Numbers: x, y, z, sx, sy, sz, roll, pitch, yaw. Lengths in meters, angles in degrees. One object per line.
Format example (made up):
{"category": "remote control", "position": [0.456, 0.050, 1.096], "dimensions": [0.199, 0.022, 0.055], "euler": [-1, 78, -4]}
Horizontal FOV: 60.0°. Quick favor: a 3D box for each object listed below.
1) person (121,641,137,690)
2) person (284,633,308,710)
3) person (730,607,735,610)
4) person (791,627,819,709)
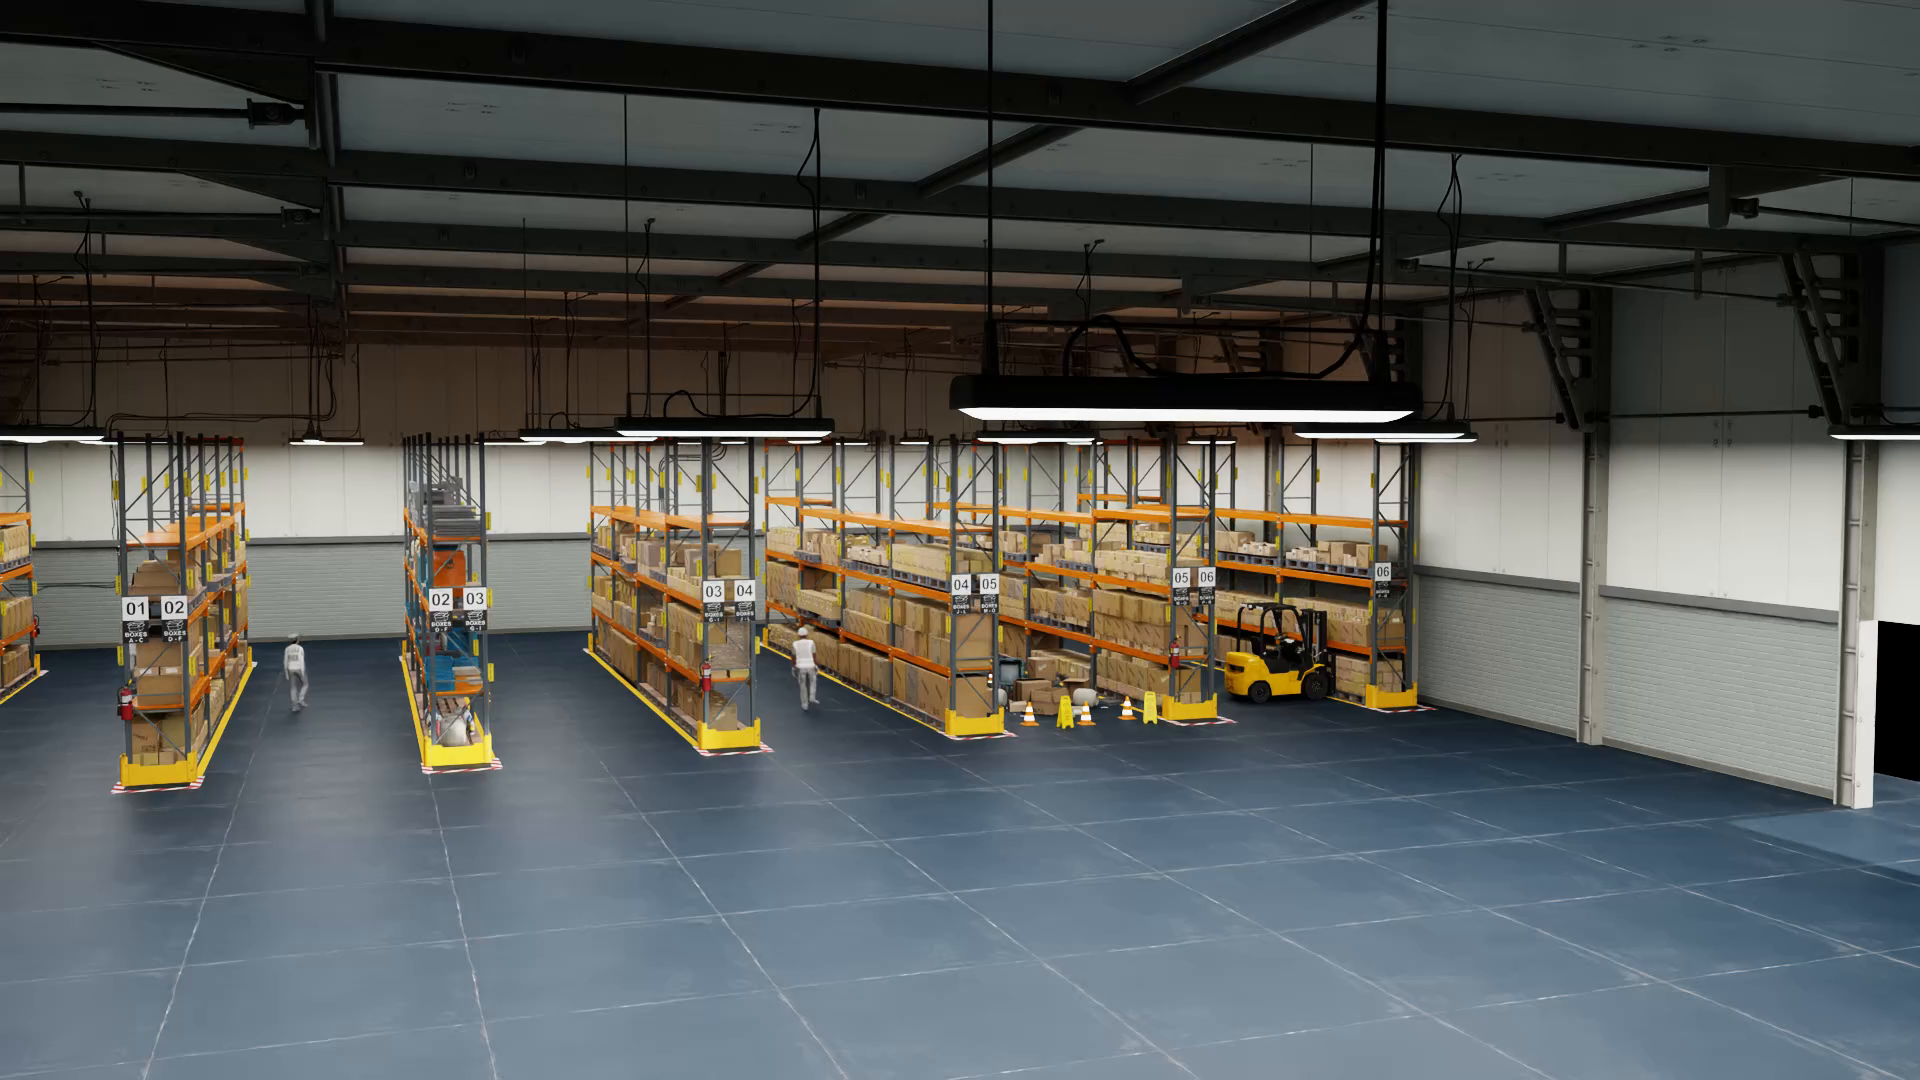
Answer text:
{"category": "person", "position": [-19.603, 2.663, 39.555], "dimensions": [0.623, 1.756, 0.638], "euler": [-2, 4, -32]}
{"category": "person", "position": [-14.485, 2.867, 36.262], "dimensions": [0.519, 1.670, 0.454], "euler": [0, 3, -5]}
{"category": "person", "position": [-6.697, 2.186, 48.490], "dimensions": [0.565, 1.692, 1.111], "euler": [-1, 3, -10]}
{"category": "person", "position": [-3.398, 2.809, 36.441], "dimensions": [0.593, 1.774, 0.517], "euler": [-1, 3, -10]}
